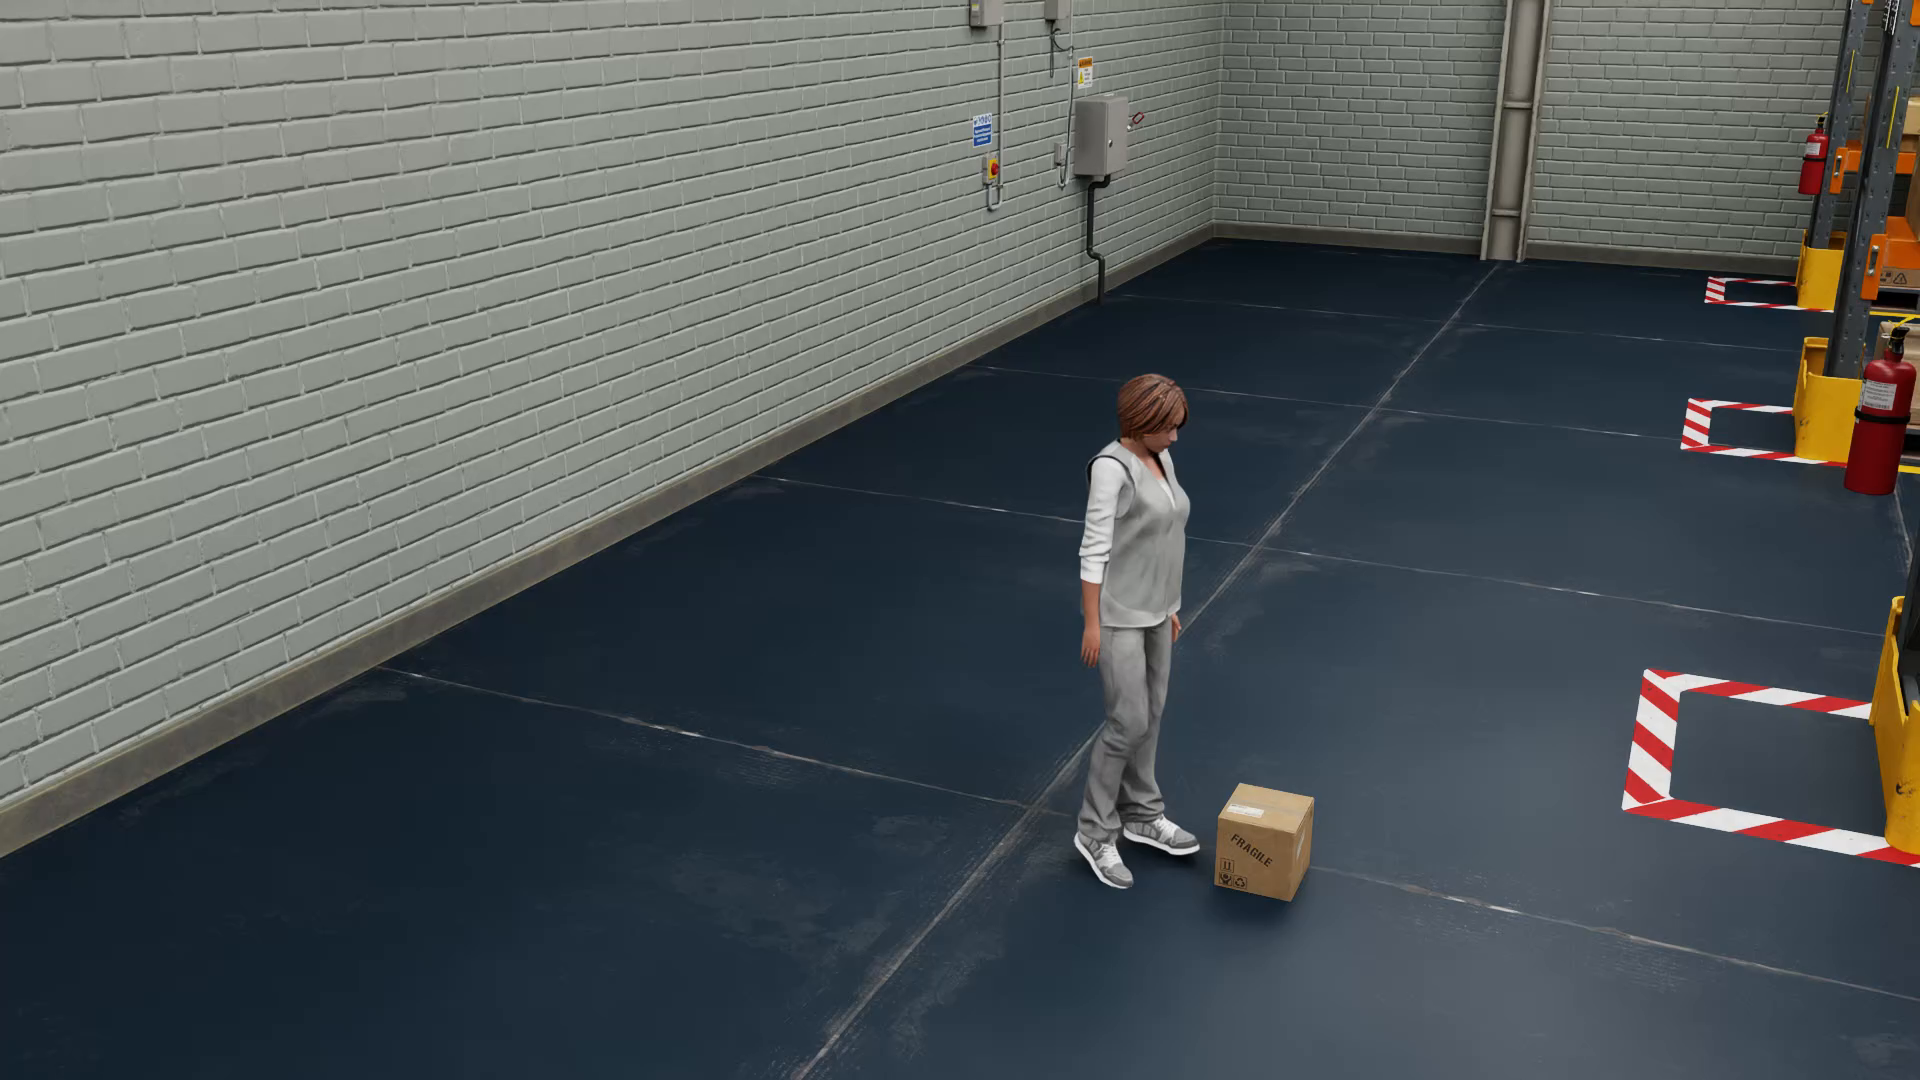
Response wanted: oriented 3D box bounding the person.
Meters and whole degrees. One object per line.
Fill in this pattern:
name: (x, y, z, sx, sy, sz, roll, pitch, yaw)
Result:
person: (0.583, 0.291, 5.275, 0.413, 1.620, 0.481, 12, 22, 30)
